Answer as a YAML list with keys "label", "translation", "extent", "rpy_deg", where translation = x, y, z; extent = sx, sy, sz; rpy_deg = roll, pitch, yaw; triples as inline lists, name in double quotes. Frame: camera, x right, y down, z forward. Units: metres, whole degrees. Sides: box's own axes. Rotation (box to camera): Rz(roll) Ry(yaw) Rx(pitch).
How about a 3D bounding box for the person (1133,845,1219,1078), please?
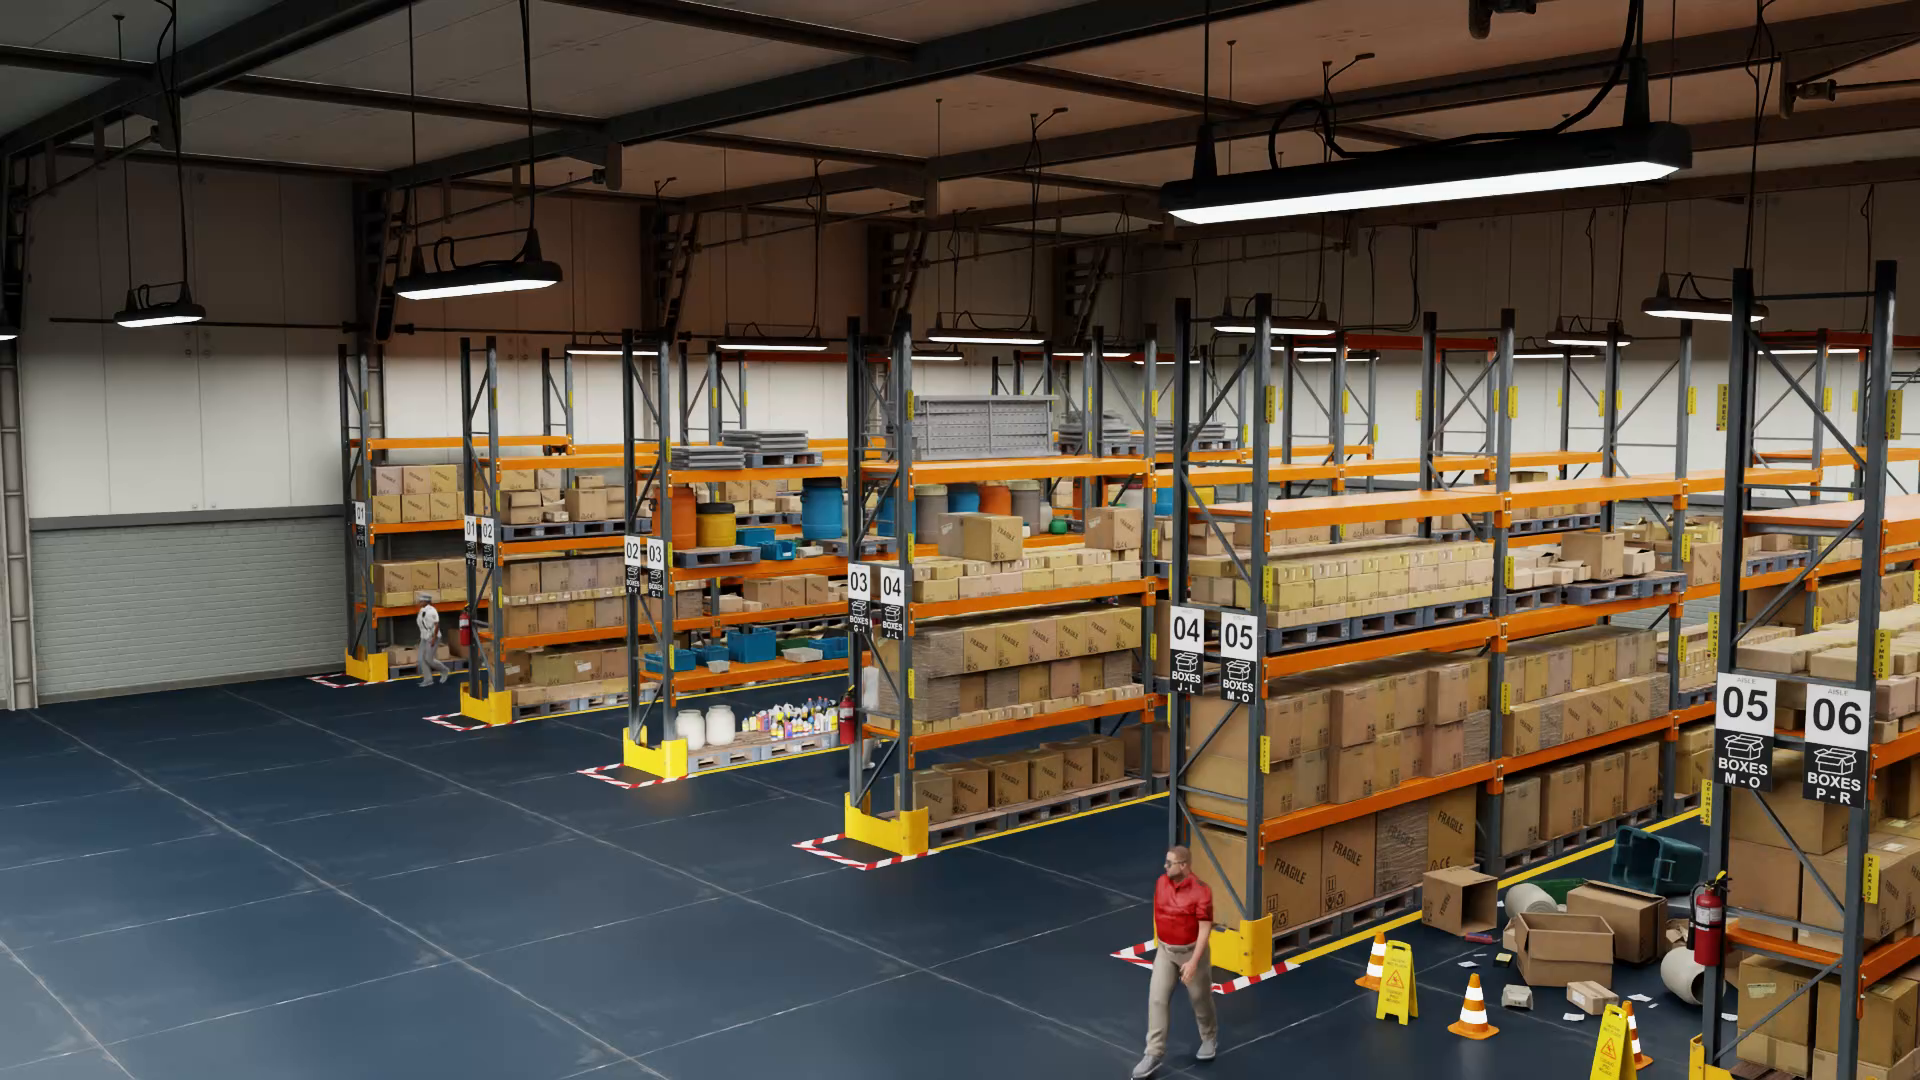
- label: "person"
  translation: [1.653, 3.167, 12.654]
  extent: [0.562, 1.691, 0.954]
  rpy_deg: [4, 6, 38]

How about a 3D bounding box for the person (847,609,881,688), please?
- label: "person"
  translation: [-1.482, 1.636, 27.402]
  extent: [0.989, 1.613, 0.532]
  rpy_deg: [-4, 6, -36]

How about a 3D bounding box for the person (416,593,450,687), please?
- label: "person"
  translation: [-9.273, 1.738, 29.205]
  extent: [0.535, 1.659, 0.540]
  rpy_deg: [-5, 7, -44]

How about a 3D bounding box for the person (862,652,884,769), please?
- label: "person"
  translation: [-1.125, 2.287, 22.768]
  extent: [0.461, 1.640, 0.719]
  rpy_deg: [5, 7, 44]
